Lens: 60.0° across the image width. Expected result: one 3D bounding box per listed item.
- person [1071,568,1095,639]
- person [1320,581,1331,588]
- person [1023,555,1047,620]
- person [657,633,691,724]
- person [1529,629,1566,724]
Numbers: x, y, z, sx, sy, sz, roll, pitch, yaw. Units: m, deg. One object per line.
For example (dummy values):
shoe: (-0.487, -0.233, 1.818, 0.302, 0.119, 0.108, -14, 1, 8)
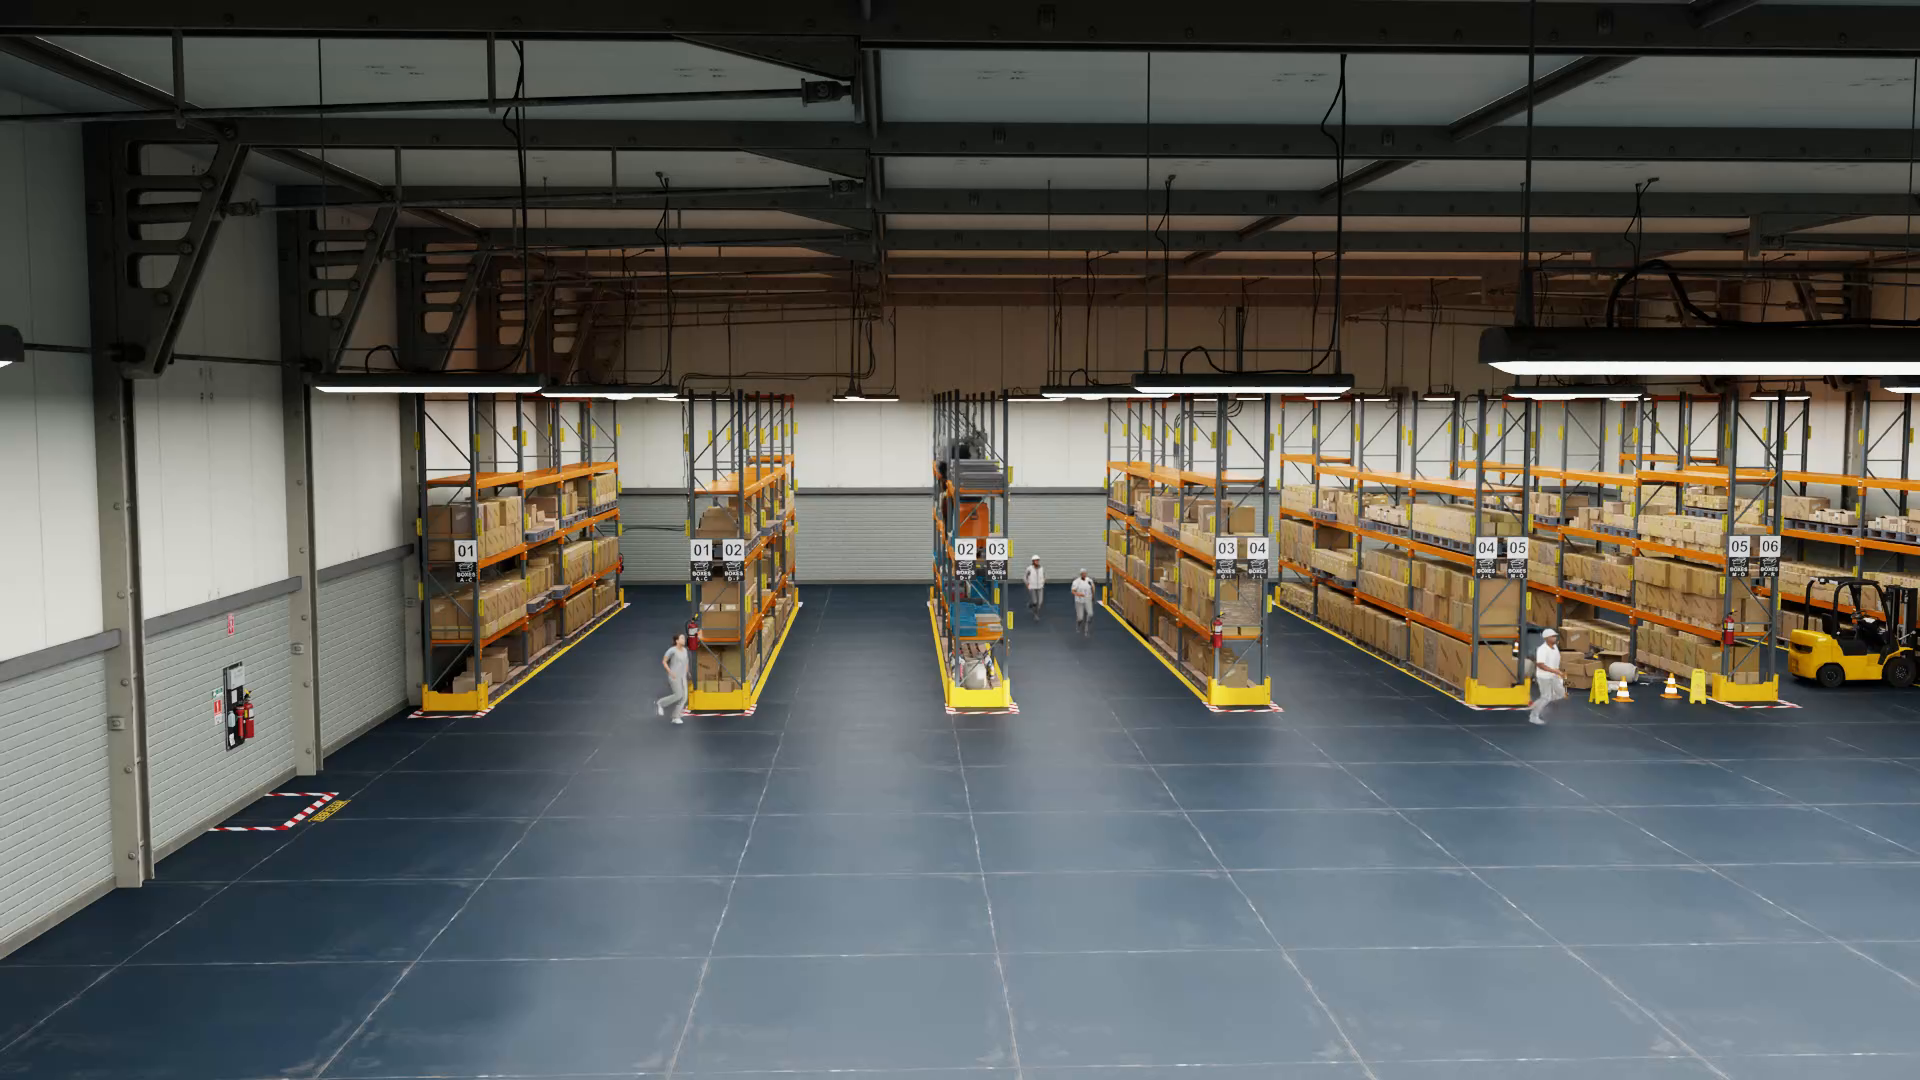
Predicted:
person: (2.939, 1.493, 39.655, 0.604, 1.658, 0.733, 0, 5, -5)
person: (10.716, 0.920, 48.713, 0.751, 1.697, 0.673, -4, 6, -44)
person: (2.012, 1.266, 44.212, 0.660, 1.733, 0.585, -1, 5, -15)
person: (-5.091, 2.470, 30.042, 0.647, 1.598, 0.604, 3, 6, 35)
person: (10.555, 2.440, 29.731, 0.732, 1.718, 0.679, -4, 6, -43)
